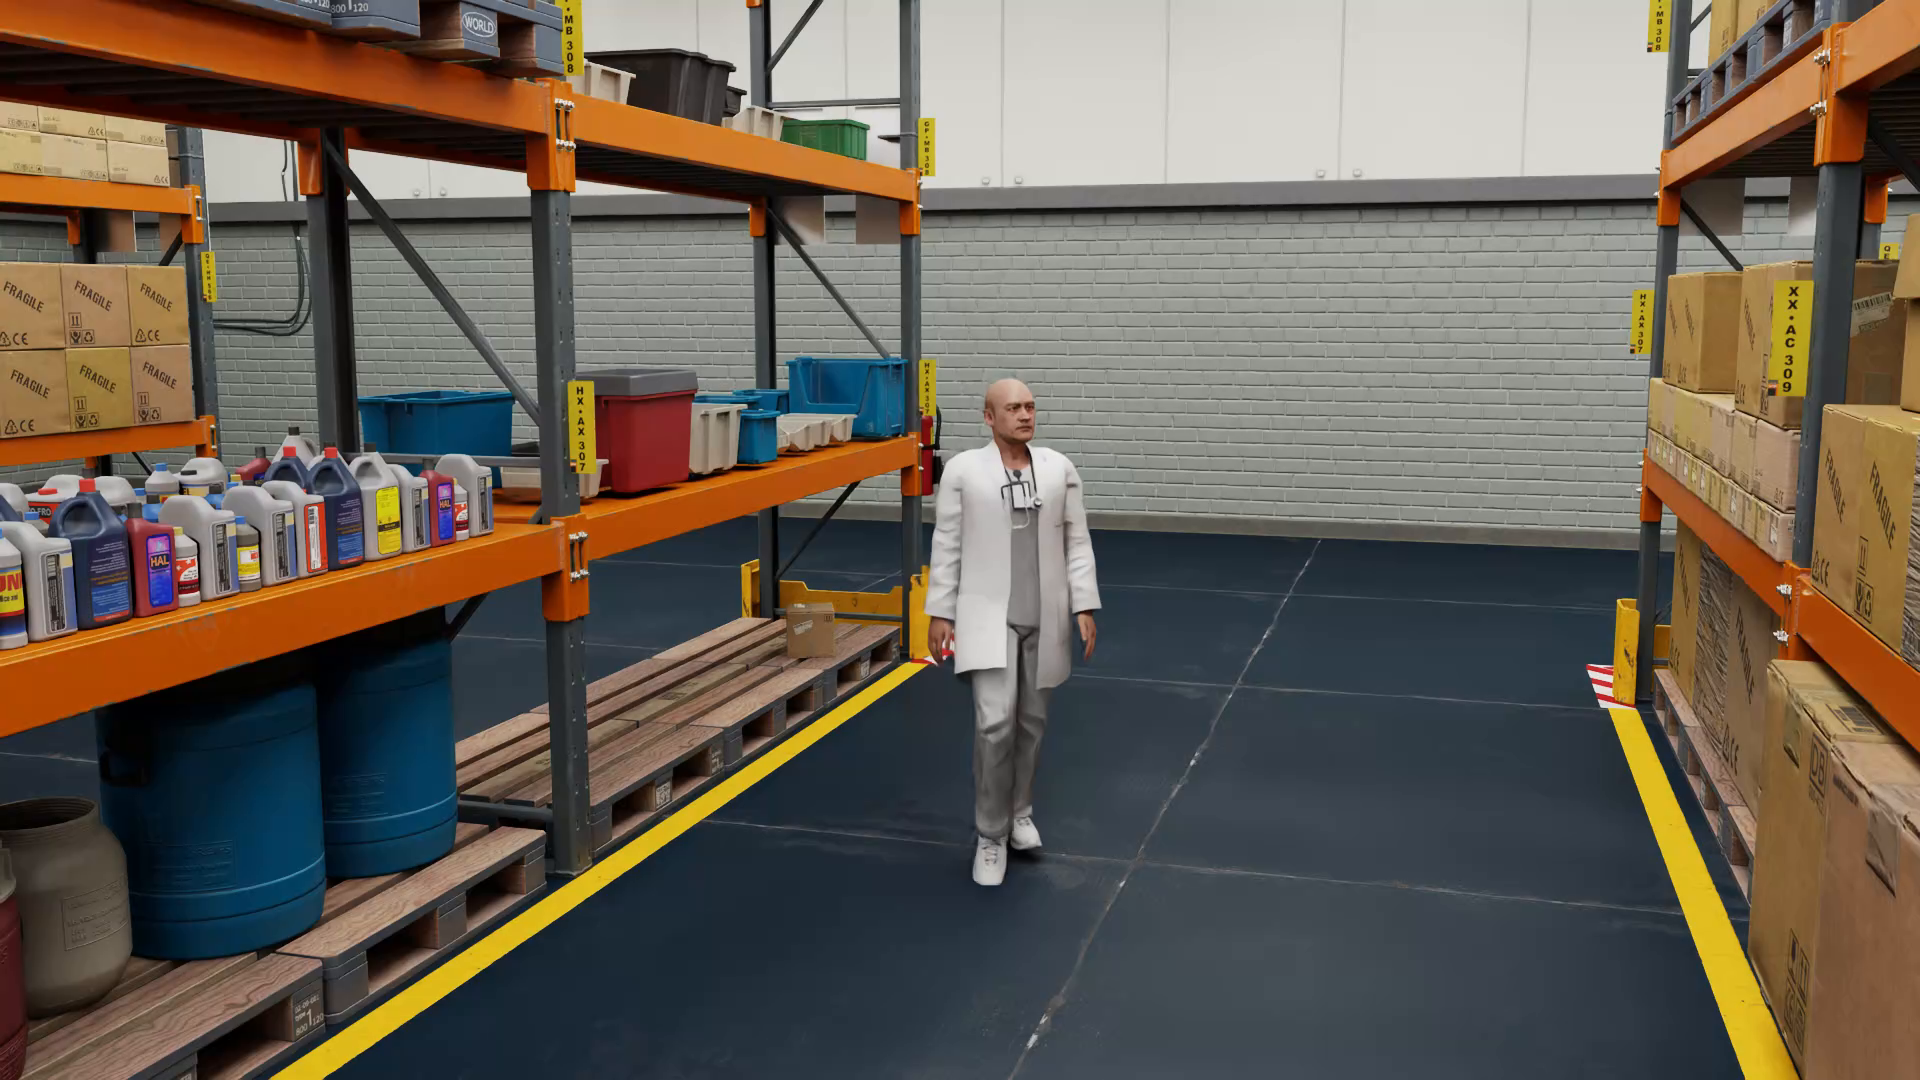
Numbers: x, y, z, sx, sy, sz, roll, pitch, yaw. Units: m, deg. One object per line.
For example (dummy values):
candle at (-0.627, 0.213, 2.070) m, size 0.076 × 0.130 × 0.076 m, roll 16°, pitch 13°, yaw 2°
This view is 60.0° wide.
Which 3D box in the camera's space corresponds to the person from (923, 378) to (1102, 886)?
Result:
person at (0.200, 0.328, 6.147) m, size 0.627 × 1.843 × 0.570 m, roll -3°, pitch 9°, yaw -17°
